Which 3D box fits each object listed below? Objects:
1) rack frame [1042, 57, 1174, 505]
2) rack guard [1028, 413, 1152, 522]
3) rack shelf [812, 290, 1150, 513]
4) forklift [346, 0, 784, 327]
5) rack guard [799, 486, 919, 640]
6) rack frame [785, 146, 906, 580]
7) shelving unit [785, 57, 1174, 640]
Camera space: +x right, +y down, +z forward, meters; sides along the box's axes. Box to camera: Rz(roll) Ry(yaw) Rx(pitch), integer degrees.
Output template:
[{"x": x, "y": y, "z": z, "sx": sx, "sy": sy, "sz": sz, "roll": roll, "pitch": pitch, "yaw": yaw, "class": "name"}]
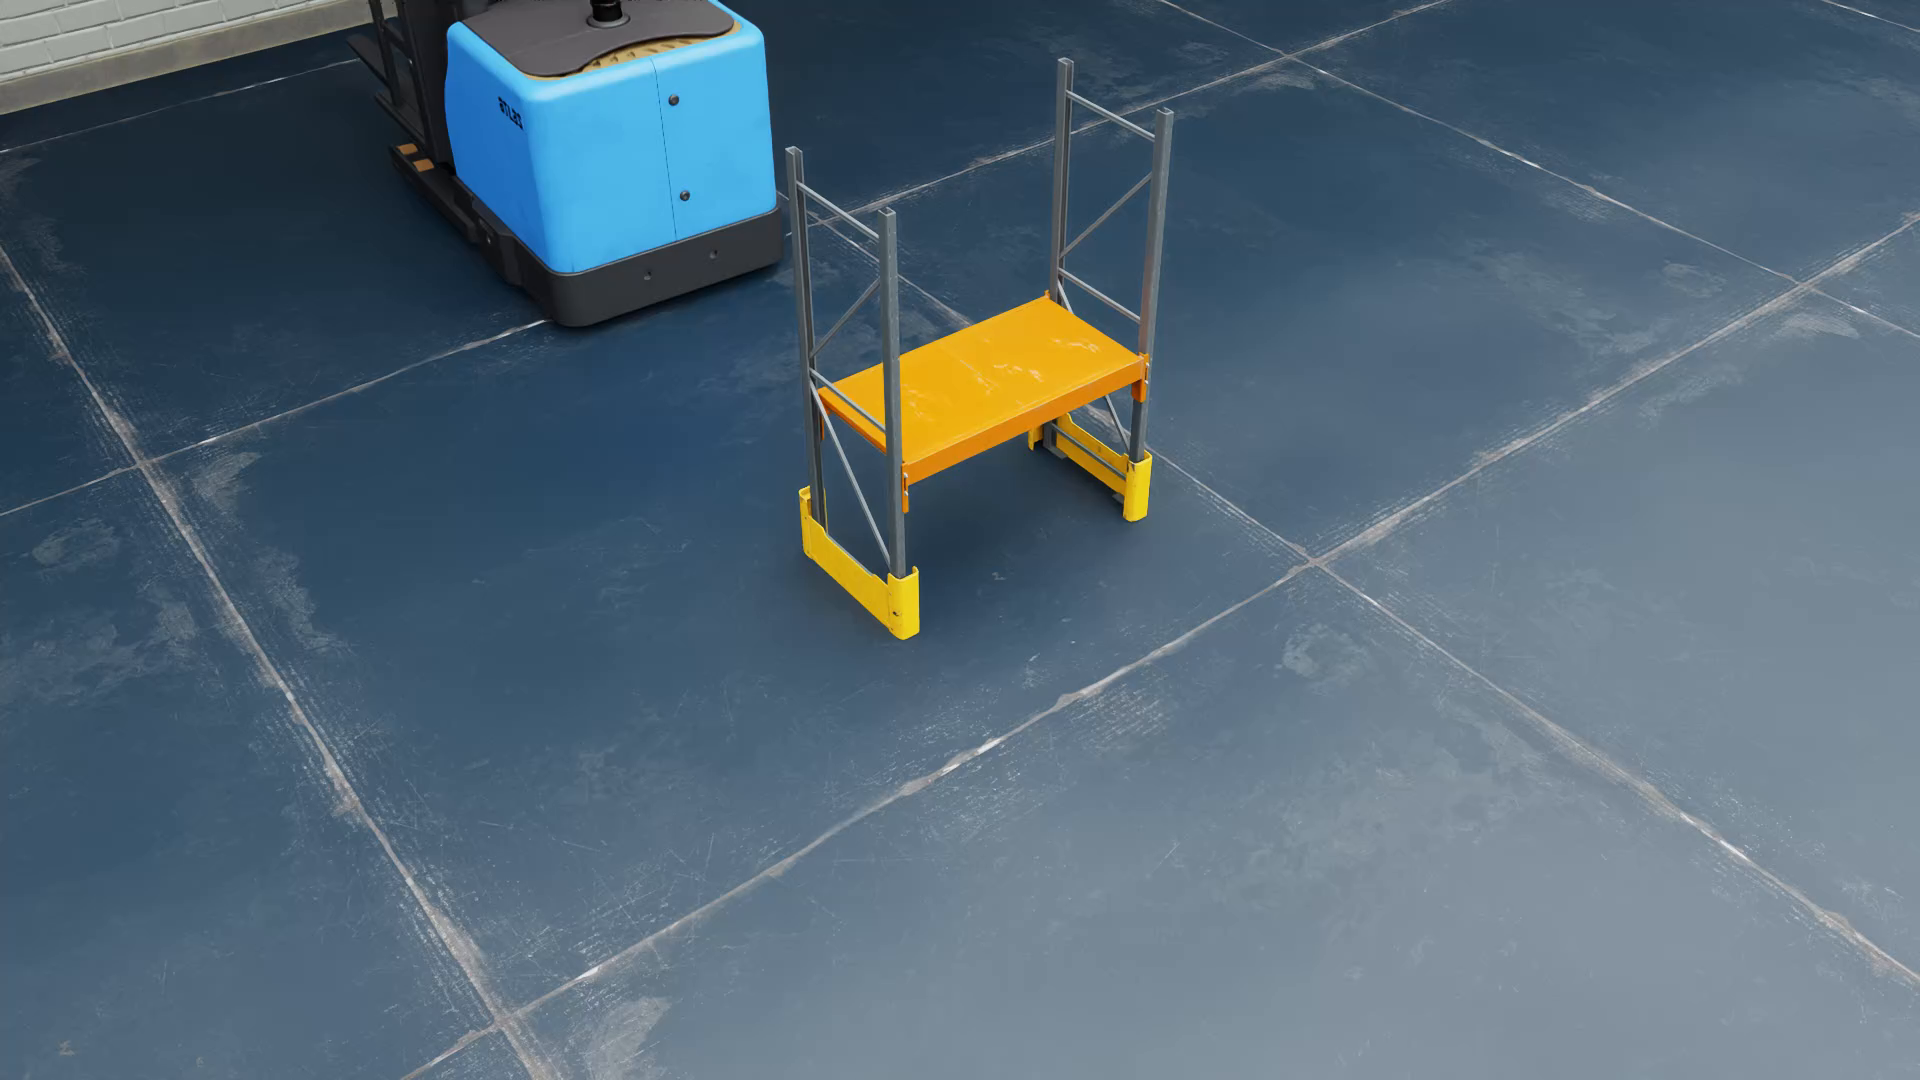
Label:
[{"x": 0.471, "y": -0.809, "z": 5.554, "sx": 0.032, "sy": 1.500, "sz": 0.500, "roll": -26, "pitch": 46, "yaw": -28, "class": "rack frame"}, {"x": 0.455, "y": -0.319, "z": 5.941, "sx": 0.087, "sy": 0.250, "sz": 0.587, "roll": -26, "pitch": 46, "yaw": -28, "class": "rack guard"}, {"x": 0.068, "y": -0.474, "z": 5.429, "sx": 1.000, "sy": 0.185, "sz": 0.538, "roll": -26, "pitch": 46, "yaw": -28, "class": "rack shelf"}, {"x": -2.011, "y": -2.883, "z": 6.953, "sx": 1.130, "sy": 2.935, "sz": 3.031, "roll": -24, "pitch": 45, "yaw": -26, "class": "forklift"}, {"x": -0.334, "y": 0.066, "z": 5.472, "sx": 0.087, "sy": 0.250, "sz": 0.587, "roll": -26, "pitch": 46, "yaw": -28, "class": "rack guard"}, {"x": -0.335, "y": -0.416, "z": 5.075, "sx": 0.032, "sy": 1.500, "sz": 0.500, "roll": -26, "pitch": 46, "yaw": -28, "class": "rack frame"}, {"x": 0.060, "y": -0.609, "z": 5.310, "sx": 1.083, "sy": 1.500, "sz": 0.587, "roll": -26, "pitch": 46, "yaw": -28, "class": "shelving unit"}]
